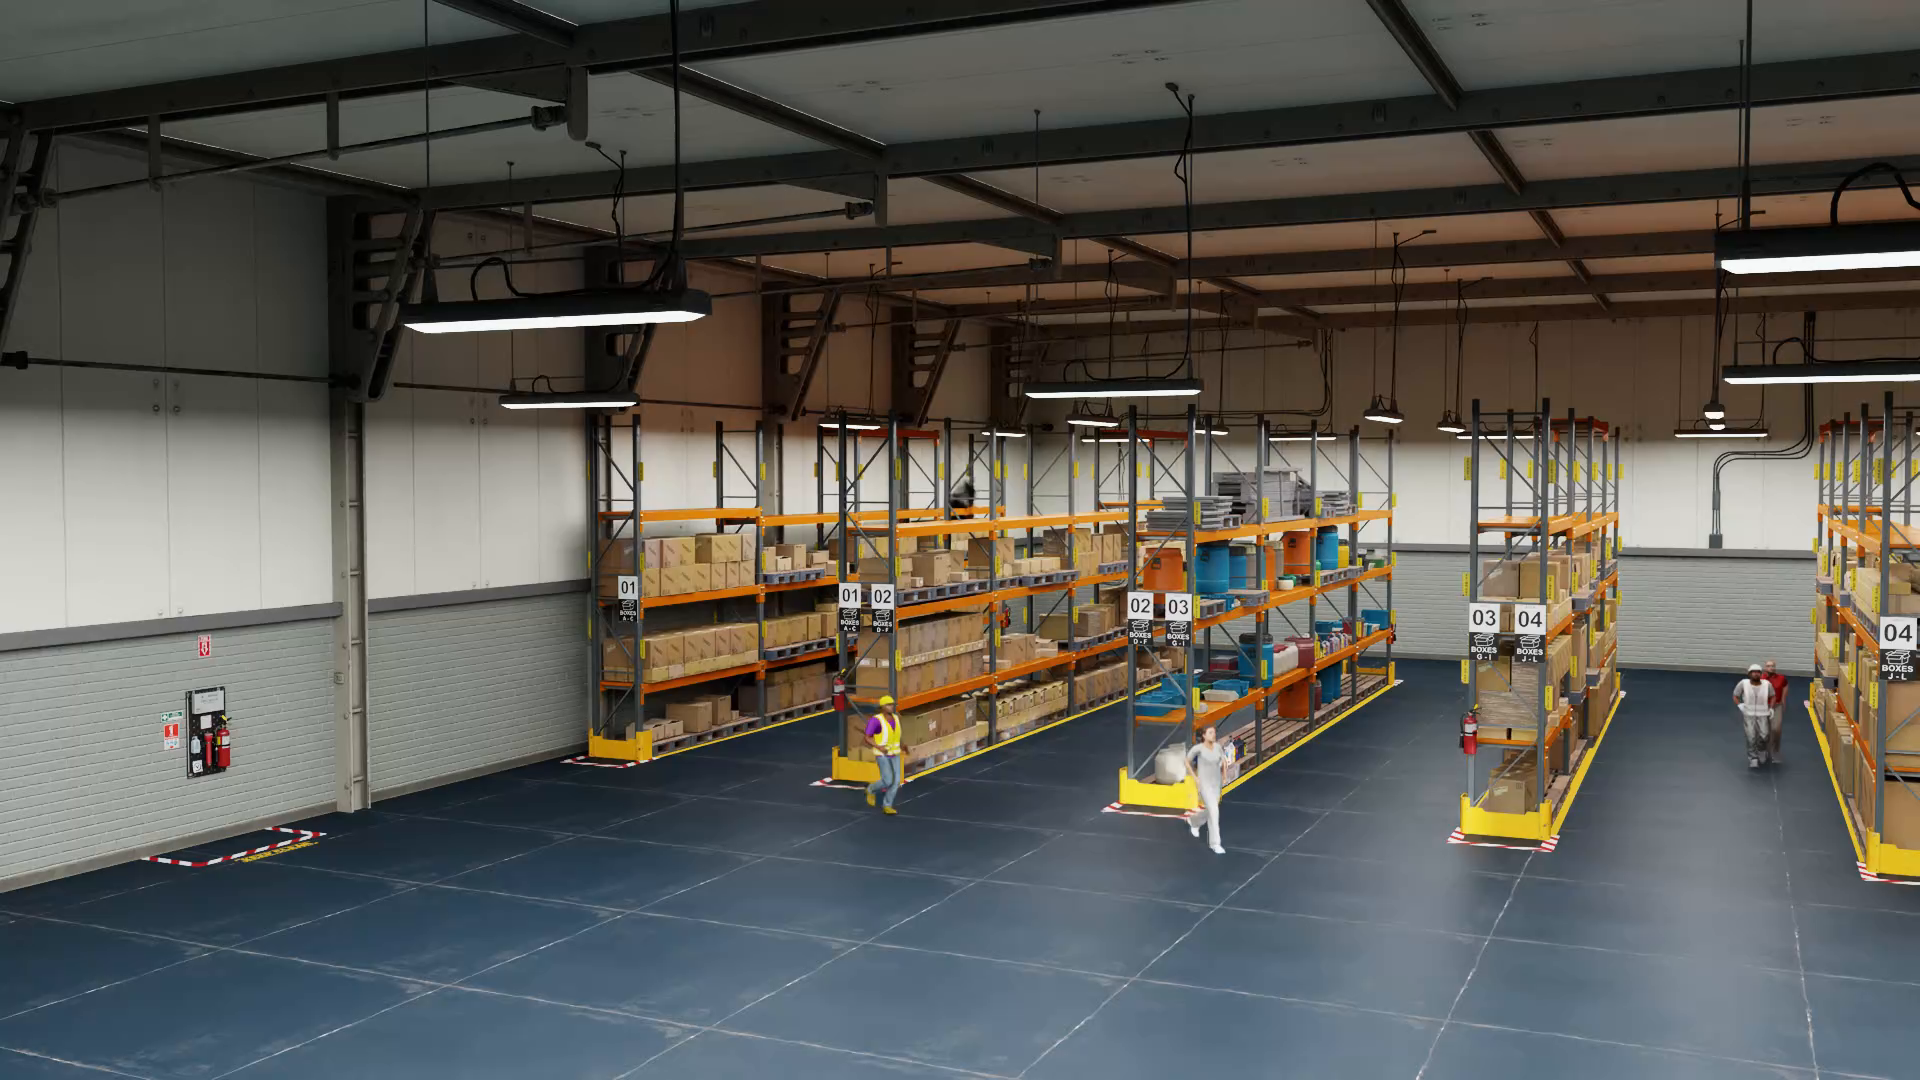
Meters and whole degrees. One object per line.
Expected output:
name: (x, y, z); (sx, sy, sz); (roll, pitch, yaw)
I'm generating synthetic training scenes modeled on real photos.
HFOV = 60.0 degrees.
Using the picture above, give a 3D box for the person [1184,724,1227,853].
person: (3.271, 3.272, 22.148); (0.579, 1.667, 0.850); (-1, 3, -30)

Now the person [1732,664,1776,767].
person: (13.432, 2.968, 28.121); (0.683, 1.741, 0.585); (1, 3, 22)

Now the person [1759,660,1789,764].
person: (14.003, 2.972, 28.811); (0.640, 1.797, 0.802); (1, 3, 24)

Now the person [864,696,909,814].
person: (-1.095, 3.136, 24.366); (0.690, 1.722, 0.606); (-2, 3, -44)
